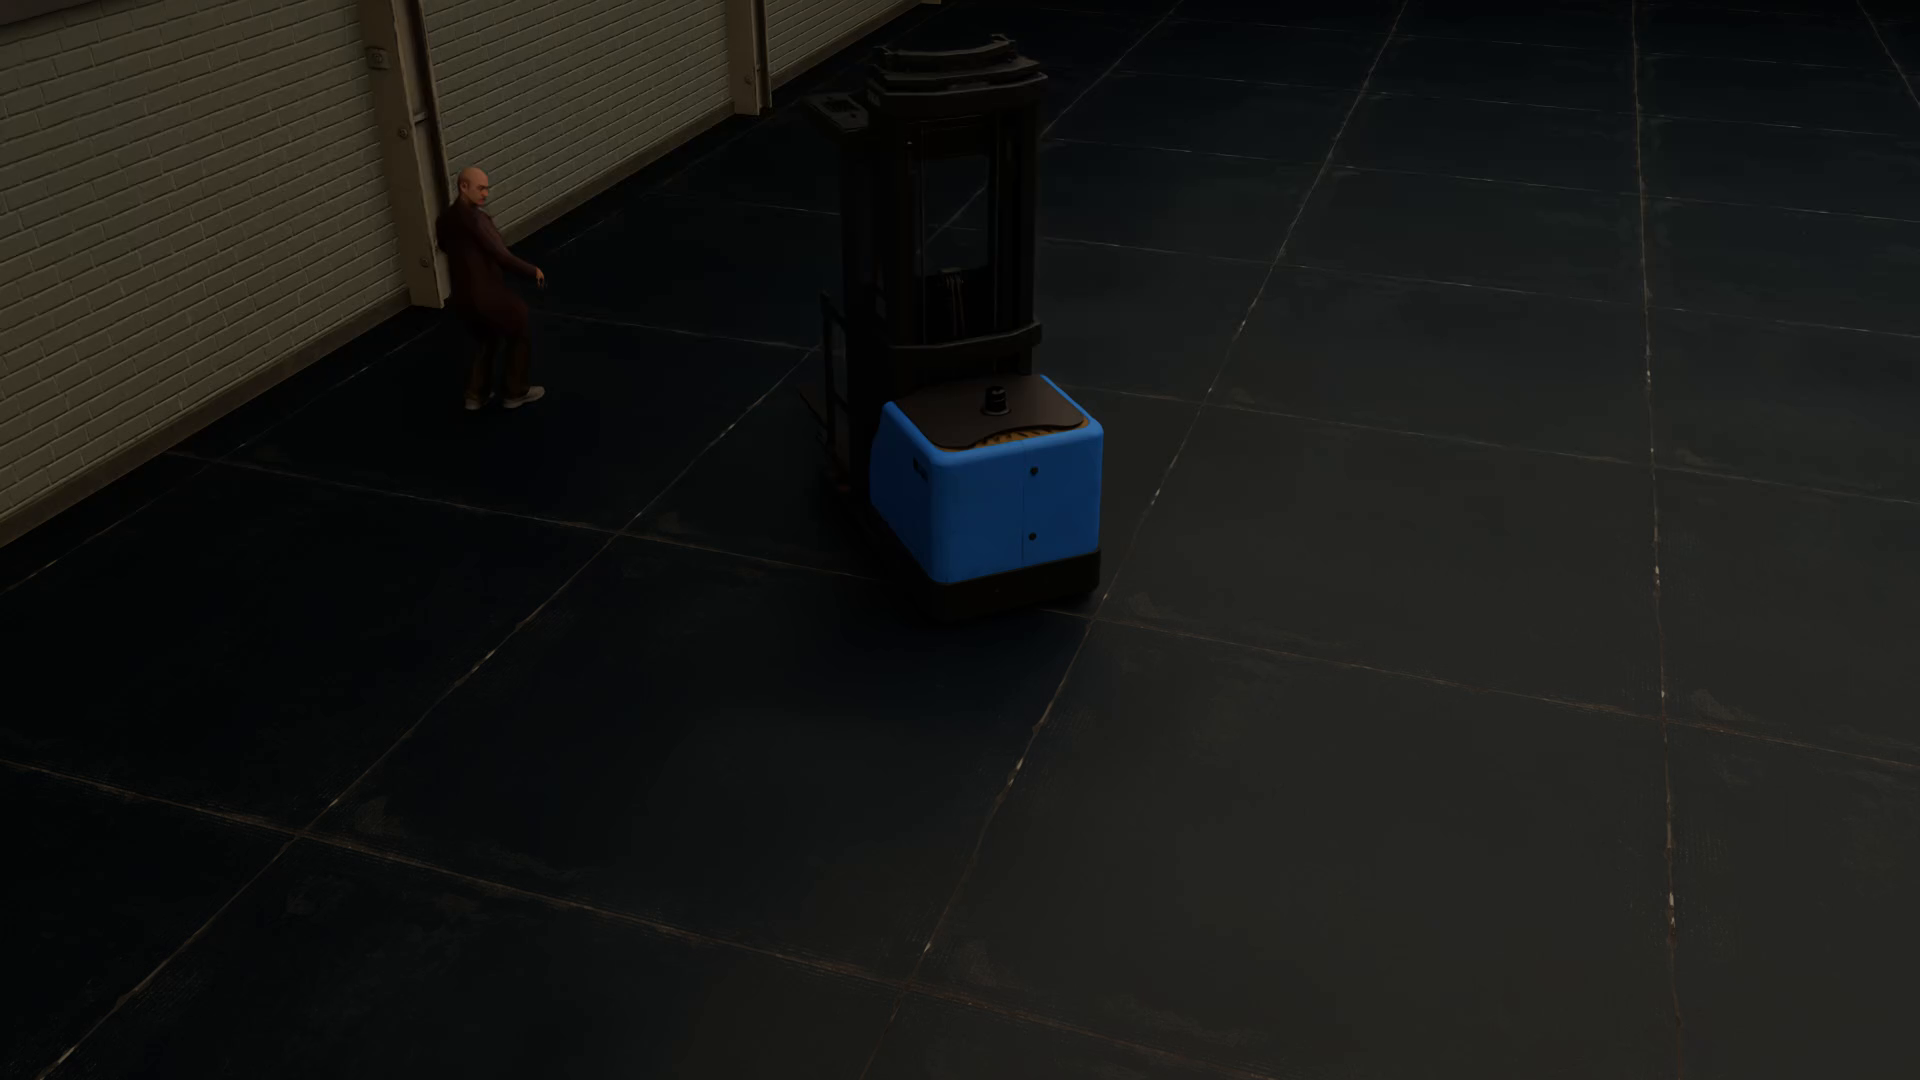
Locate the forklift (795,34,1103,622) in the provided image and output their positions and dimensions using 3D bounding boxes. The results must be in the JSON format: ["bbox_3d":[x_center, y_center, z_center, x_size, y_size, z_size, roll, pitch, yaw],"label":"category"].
[{"bbox_3d":[-0.243,-1.535,9.829,1.130,2.935,3.031,-12,32,-20],"label":"forklift"}]

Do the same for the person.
[{"bbox_3d":[-3.203,-1.710,11.422,0.829,1.731,0.644,17,34,27],"label":"person"}]
